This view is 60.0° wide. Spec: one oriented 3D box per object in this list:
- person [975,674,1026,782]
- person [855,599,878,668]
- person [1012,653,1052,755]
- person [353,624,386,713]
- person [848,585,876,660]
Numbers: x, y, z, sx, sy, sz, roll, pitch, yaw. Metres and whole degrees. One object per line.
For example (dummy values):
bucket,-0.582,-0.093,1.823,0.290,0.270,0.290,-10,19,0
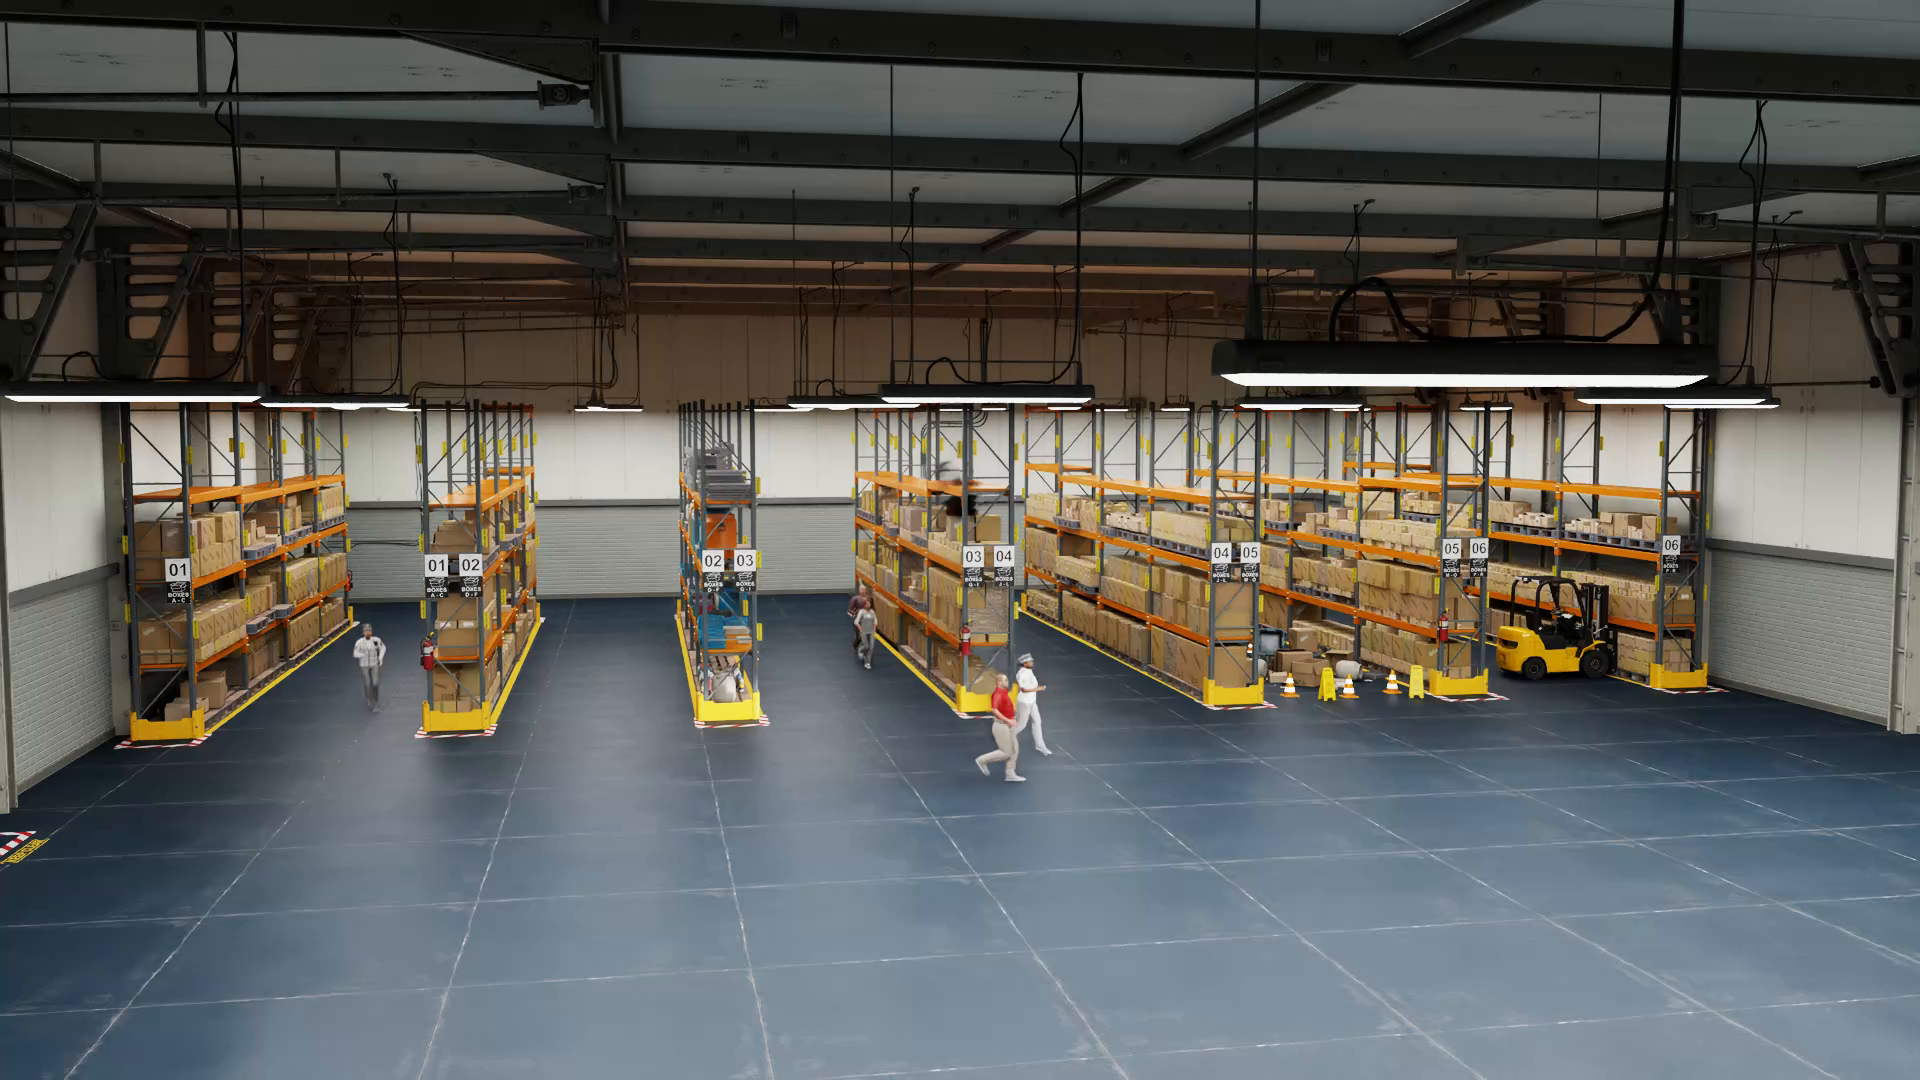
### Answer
person,0.634,2.924,25.871,0.783,1.681,0.680,0,4,4
person,-2.111,2.113,37.665,0.538,1.557,0.549,-2,5,-22
person,1.103,2.752,27.972,0.883,1.713,0.574,1,5,17
person,-11.382,2.470,32.068,0.590,1.740,0.726,-1,5,-18
person,-2.290,1.917,38.898,0.699,1.737,0.757,-2,5,-23
